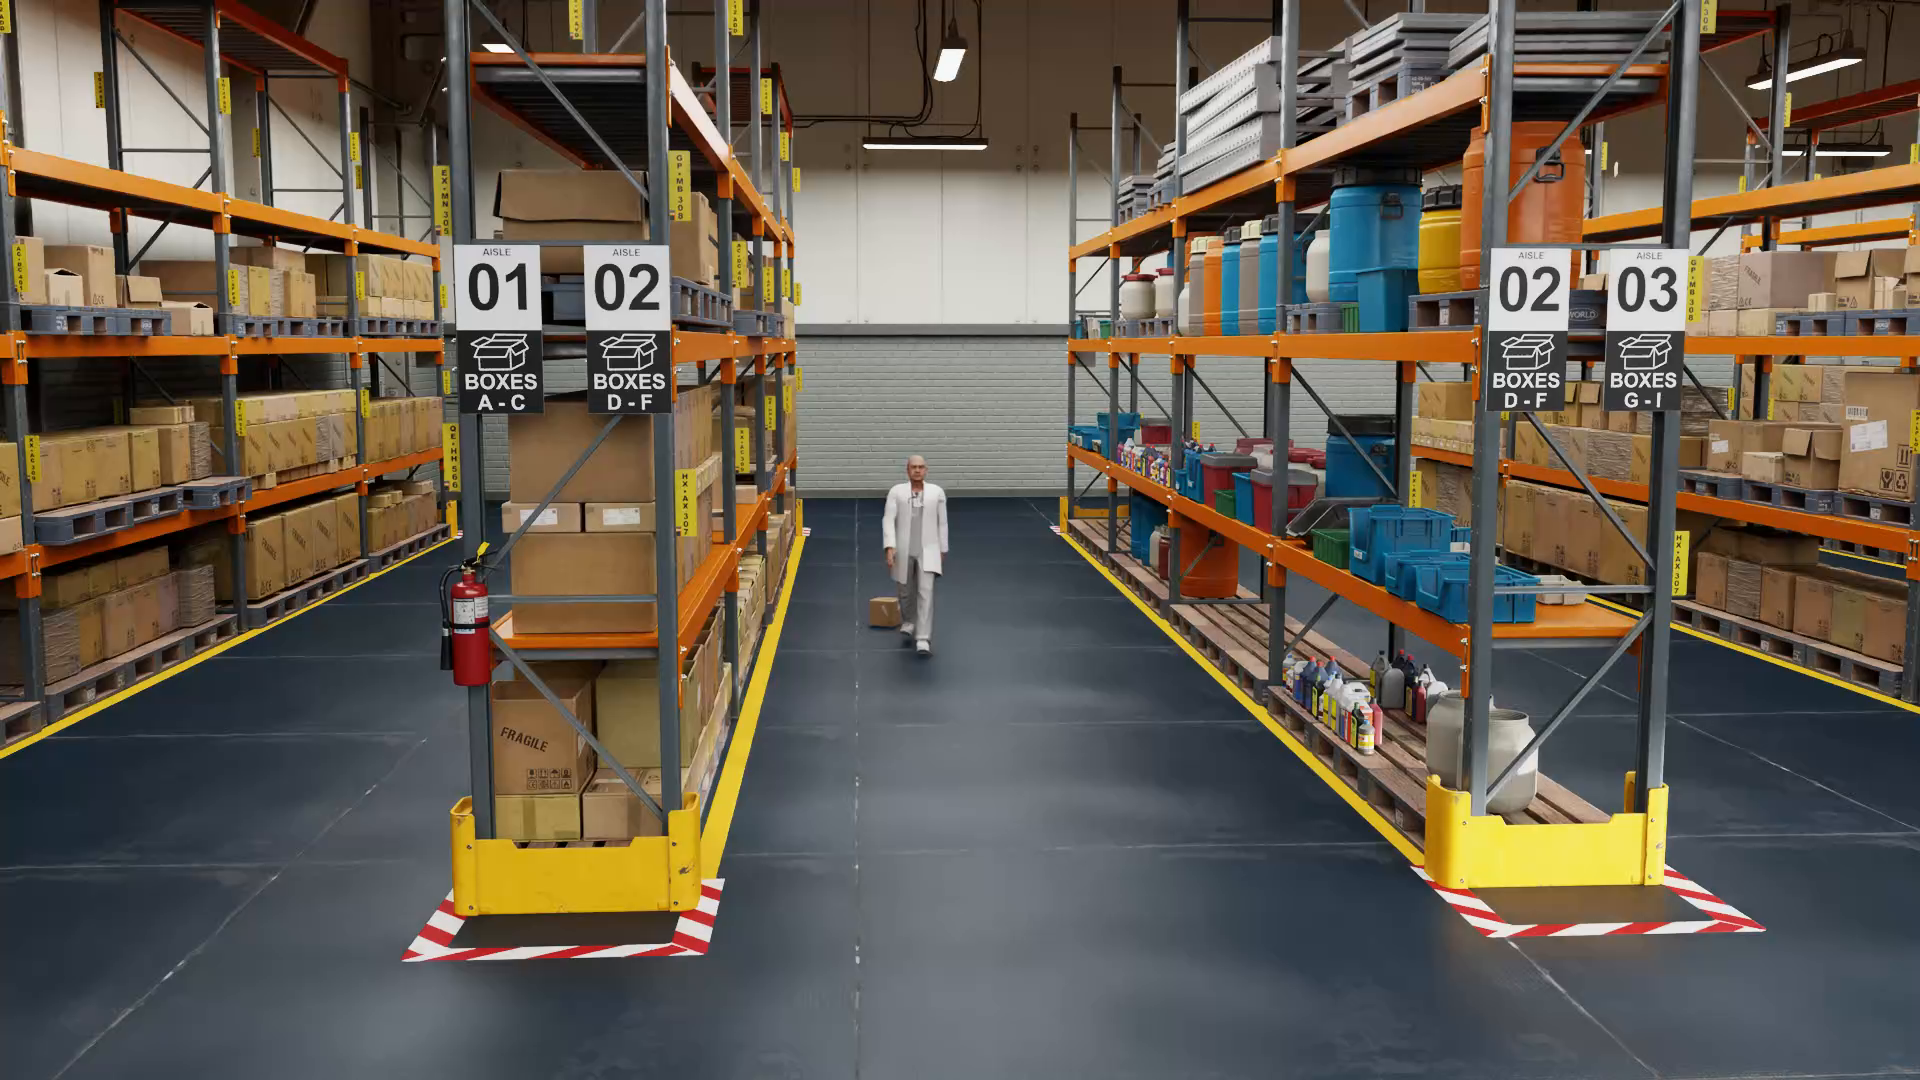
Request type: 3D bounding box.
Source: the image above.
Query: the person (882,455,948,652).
[{"bbox_3d":[-0.408,0.104,14.952,0.580,1.726,1.138,0,7,2],"label":"person"}]
